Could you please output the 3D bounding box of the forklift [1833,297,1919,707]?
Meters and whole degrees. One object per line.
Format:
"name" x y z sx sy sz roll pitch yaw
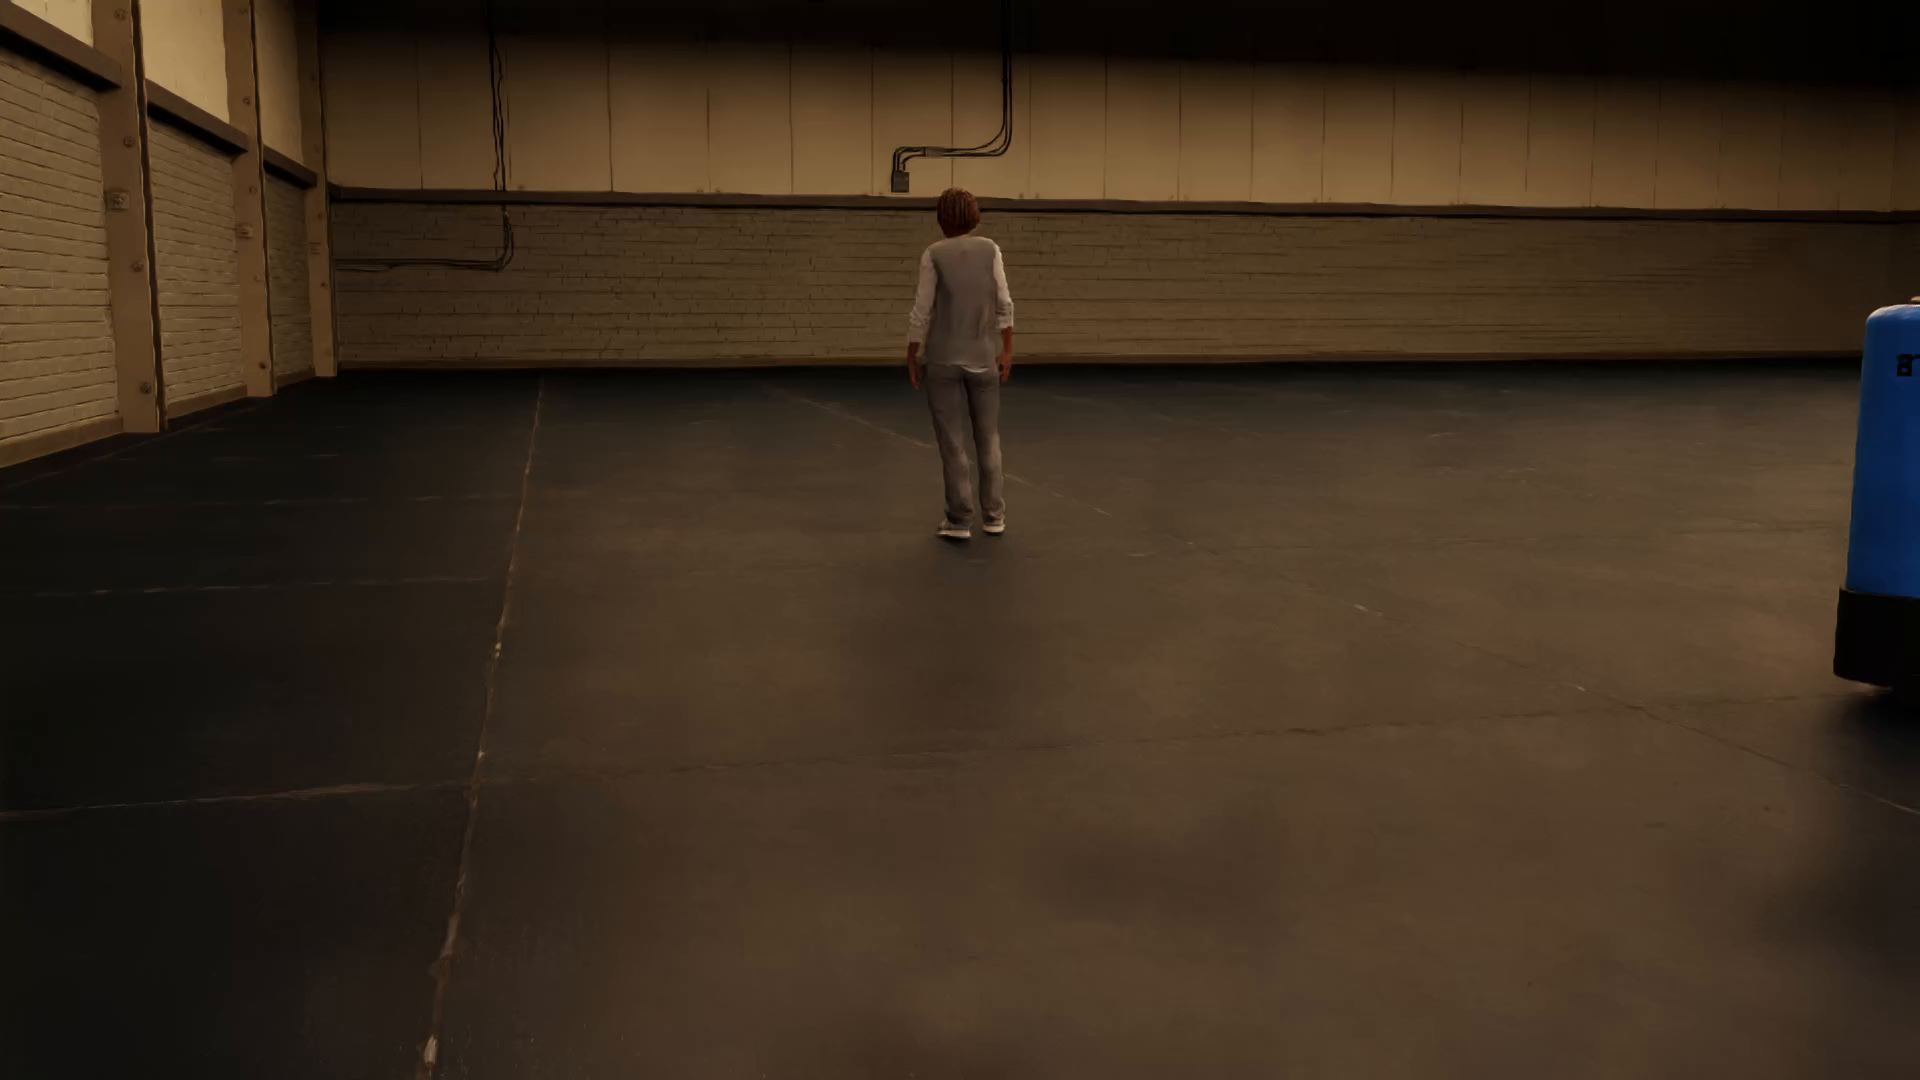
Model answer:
"forklift" 3.766 -0.905 3.601 1.130 2.935 3.031 -7 11 -42

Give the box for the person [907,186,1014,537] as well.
"person" -0.004 -0.808 7.670 0.521 1.597 0.474 -2 8 -13
